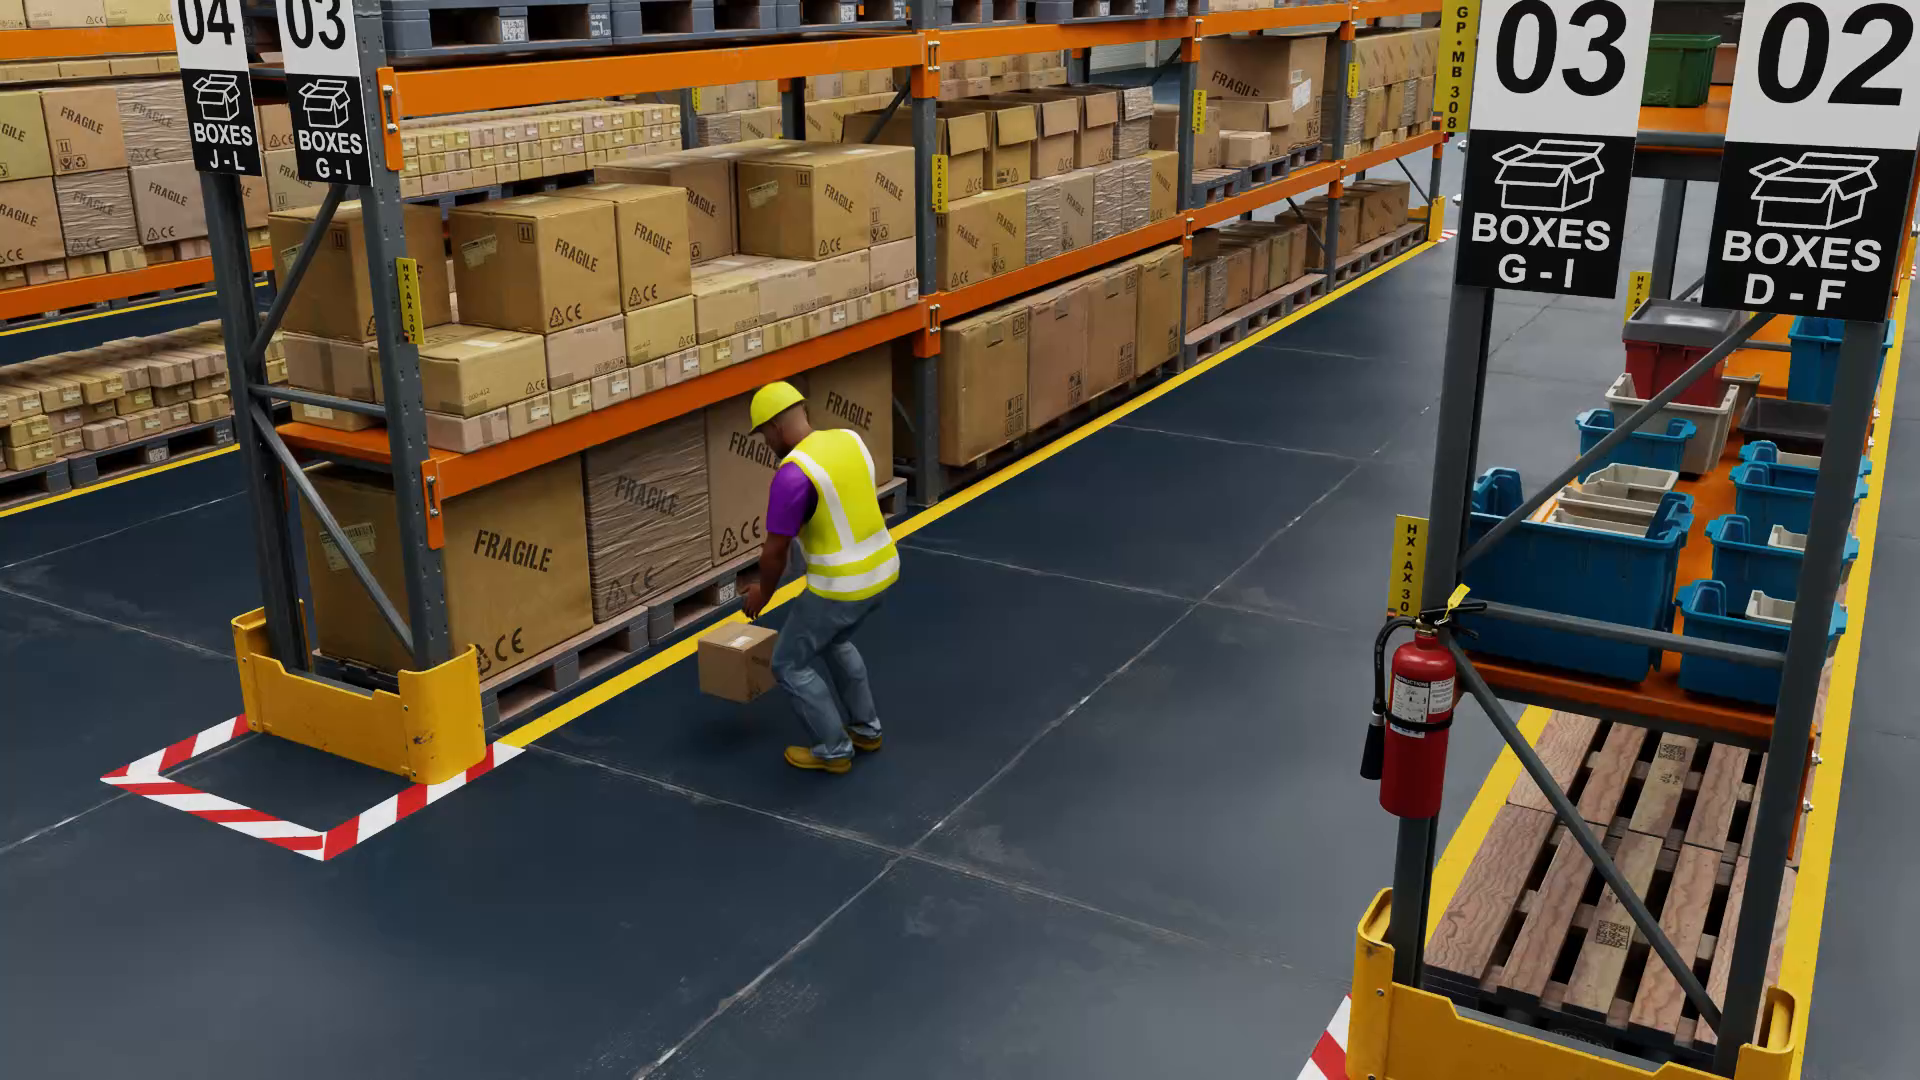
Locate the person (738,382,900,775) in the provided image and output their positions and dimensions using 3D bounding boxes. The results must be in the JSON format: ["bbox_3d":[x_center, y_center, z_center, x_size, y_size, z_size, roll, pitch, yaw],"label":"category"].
[{"bbox_3d":[-0.579,0.159,6.813,0.599,1.613,0.616,11,22,28],"label":"person"}]
